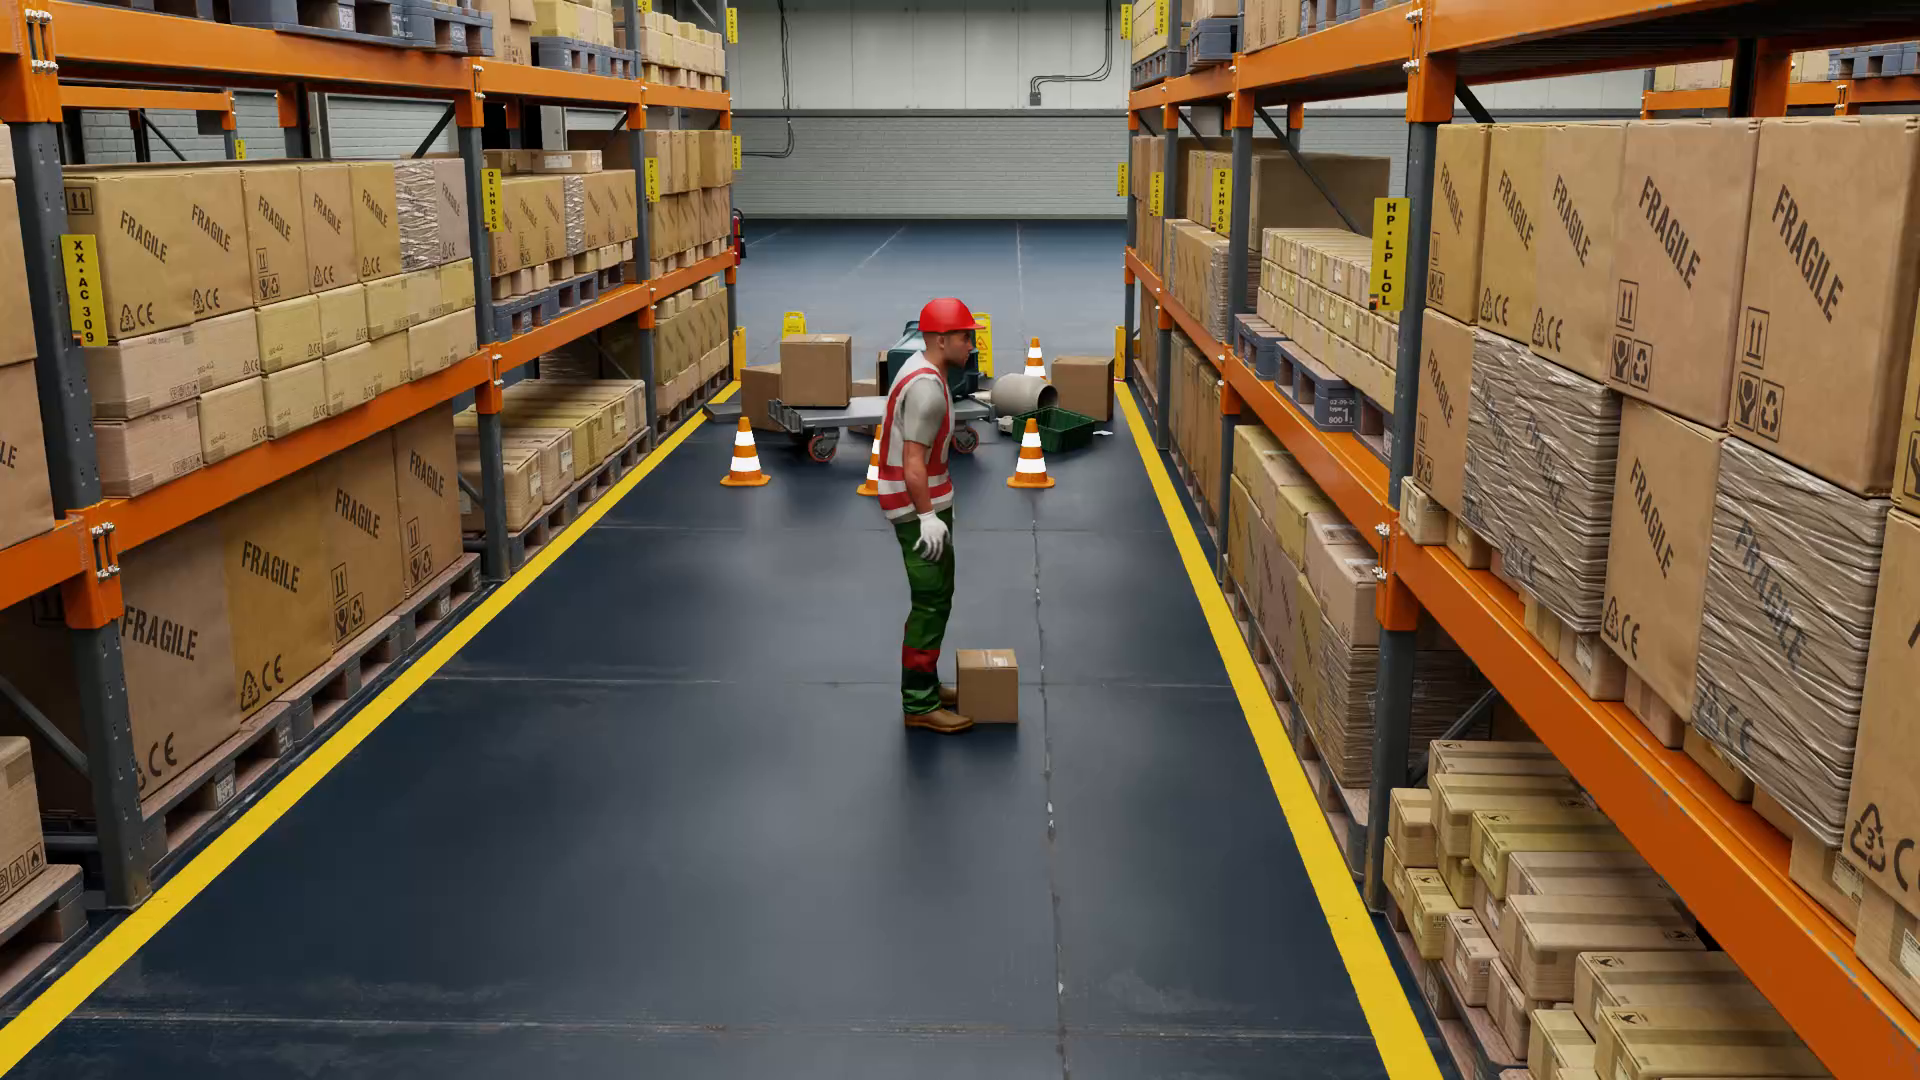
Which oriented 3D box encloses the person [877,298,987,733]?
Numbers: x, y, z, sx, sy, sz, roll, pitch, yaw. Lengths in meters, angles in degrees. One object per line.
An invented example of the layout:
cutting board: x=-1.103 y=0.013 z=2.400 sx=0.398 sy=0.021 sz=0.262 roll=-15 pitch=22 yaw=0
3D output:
person: x=-0.117 y=-0.116 z=6.942 sx=0.453 sy=1.778 sz=0.605 roll=0 pitch=14 yaw=1
